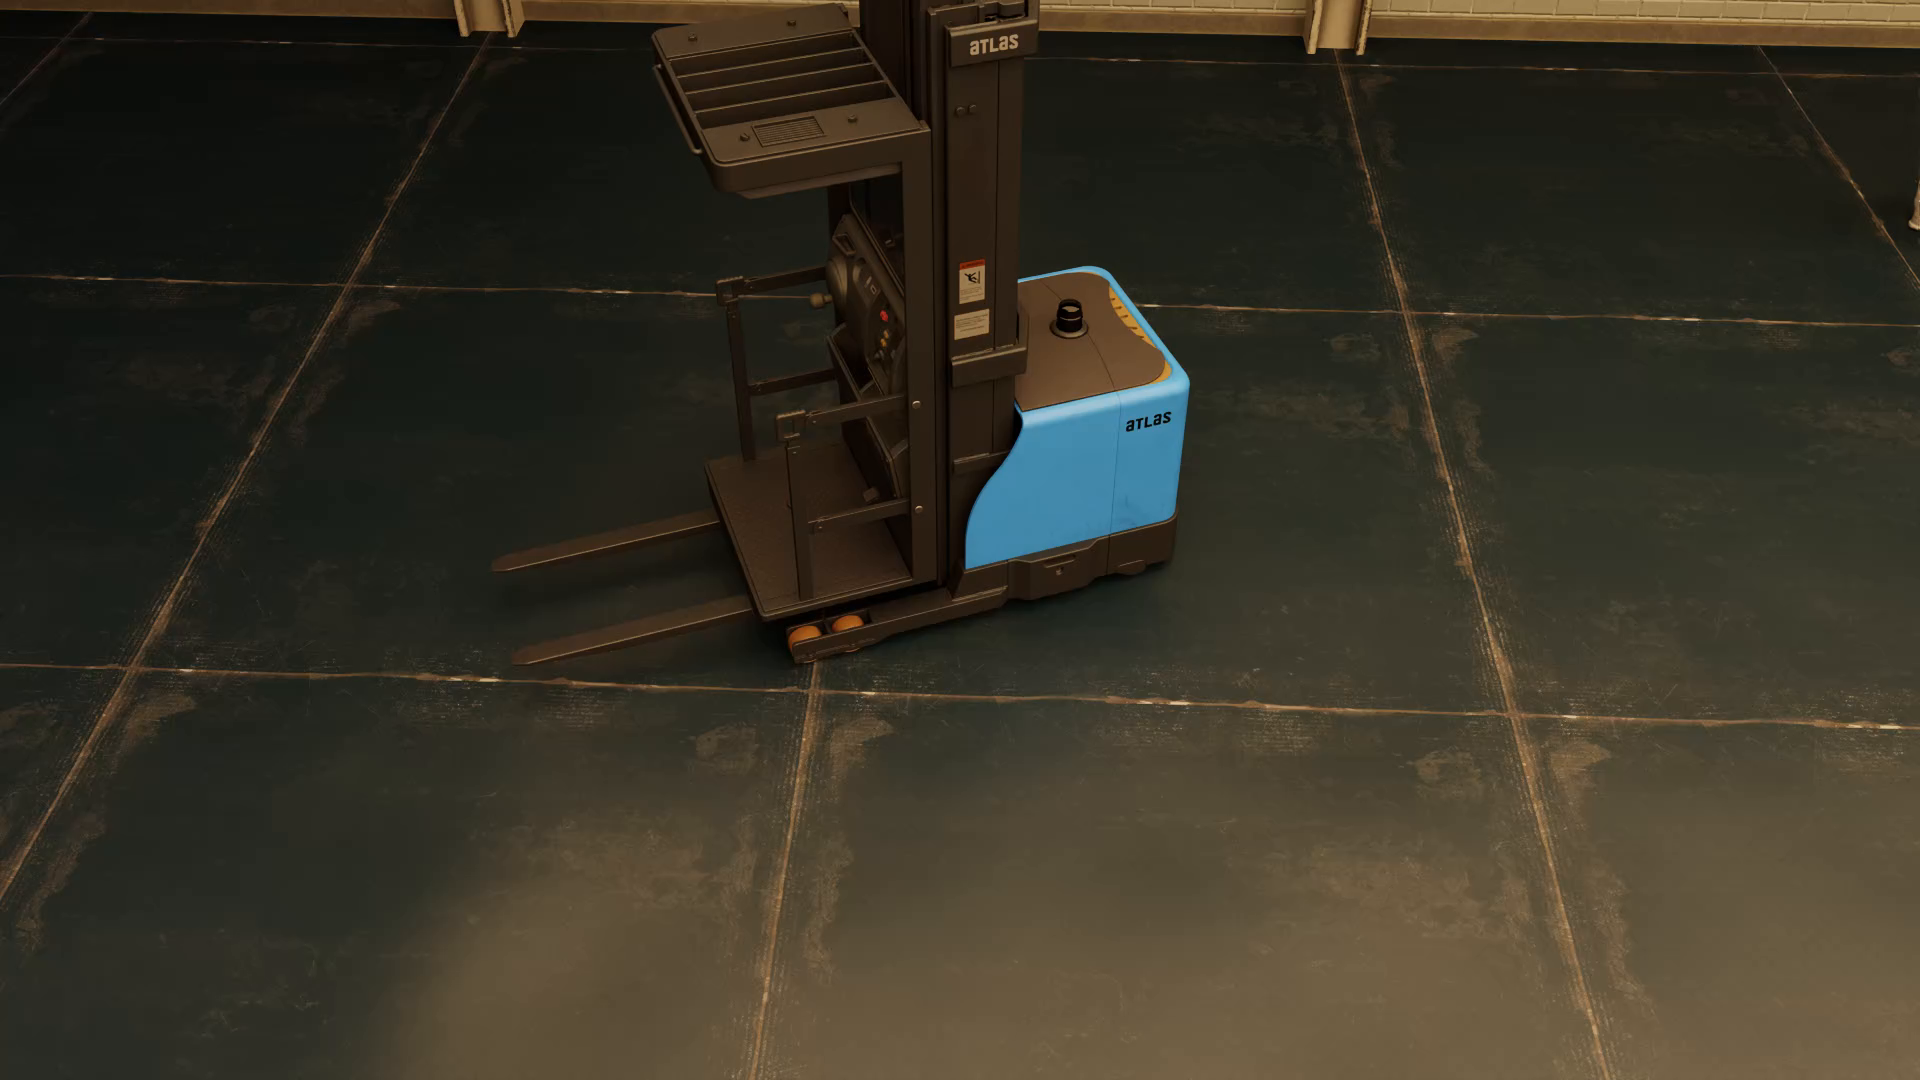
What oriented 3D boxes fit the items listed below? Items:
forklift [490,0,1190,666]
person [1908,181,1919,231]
[{"bbox_3d":[-0.573,-0.945,6.778,3.031,2.935,1.130,-13,44,-14],"label":"forklift"},{"bbox_3d":[5.826,-2.516,9.340,0.575,1.781,0.639,-10,43,-10],"label":"person"}]
